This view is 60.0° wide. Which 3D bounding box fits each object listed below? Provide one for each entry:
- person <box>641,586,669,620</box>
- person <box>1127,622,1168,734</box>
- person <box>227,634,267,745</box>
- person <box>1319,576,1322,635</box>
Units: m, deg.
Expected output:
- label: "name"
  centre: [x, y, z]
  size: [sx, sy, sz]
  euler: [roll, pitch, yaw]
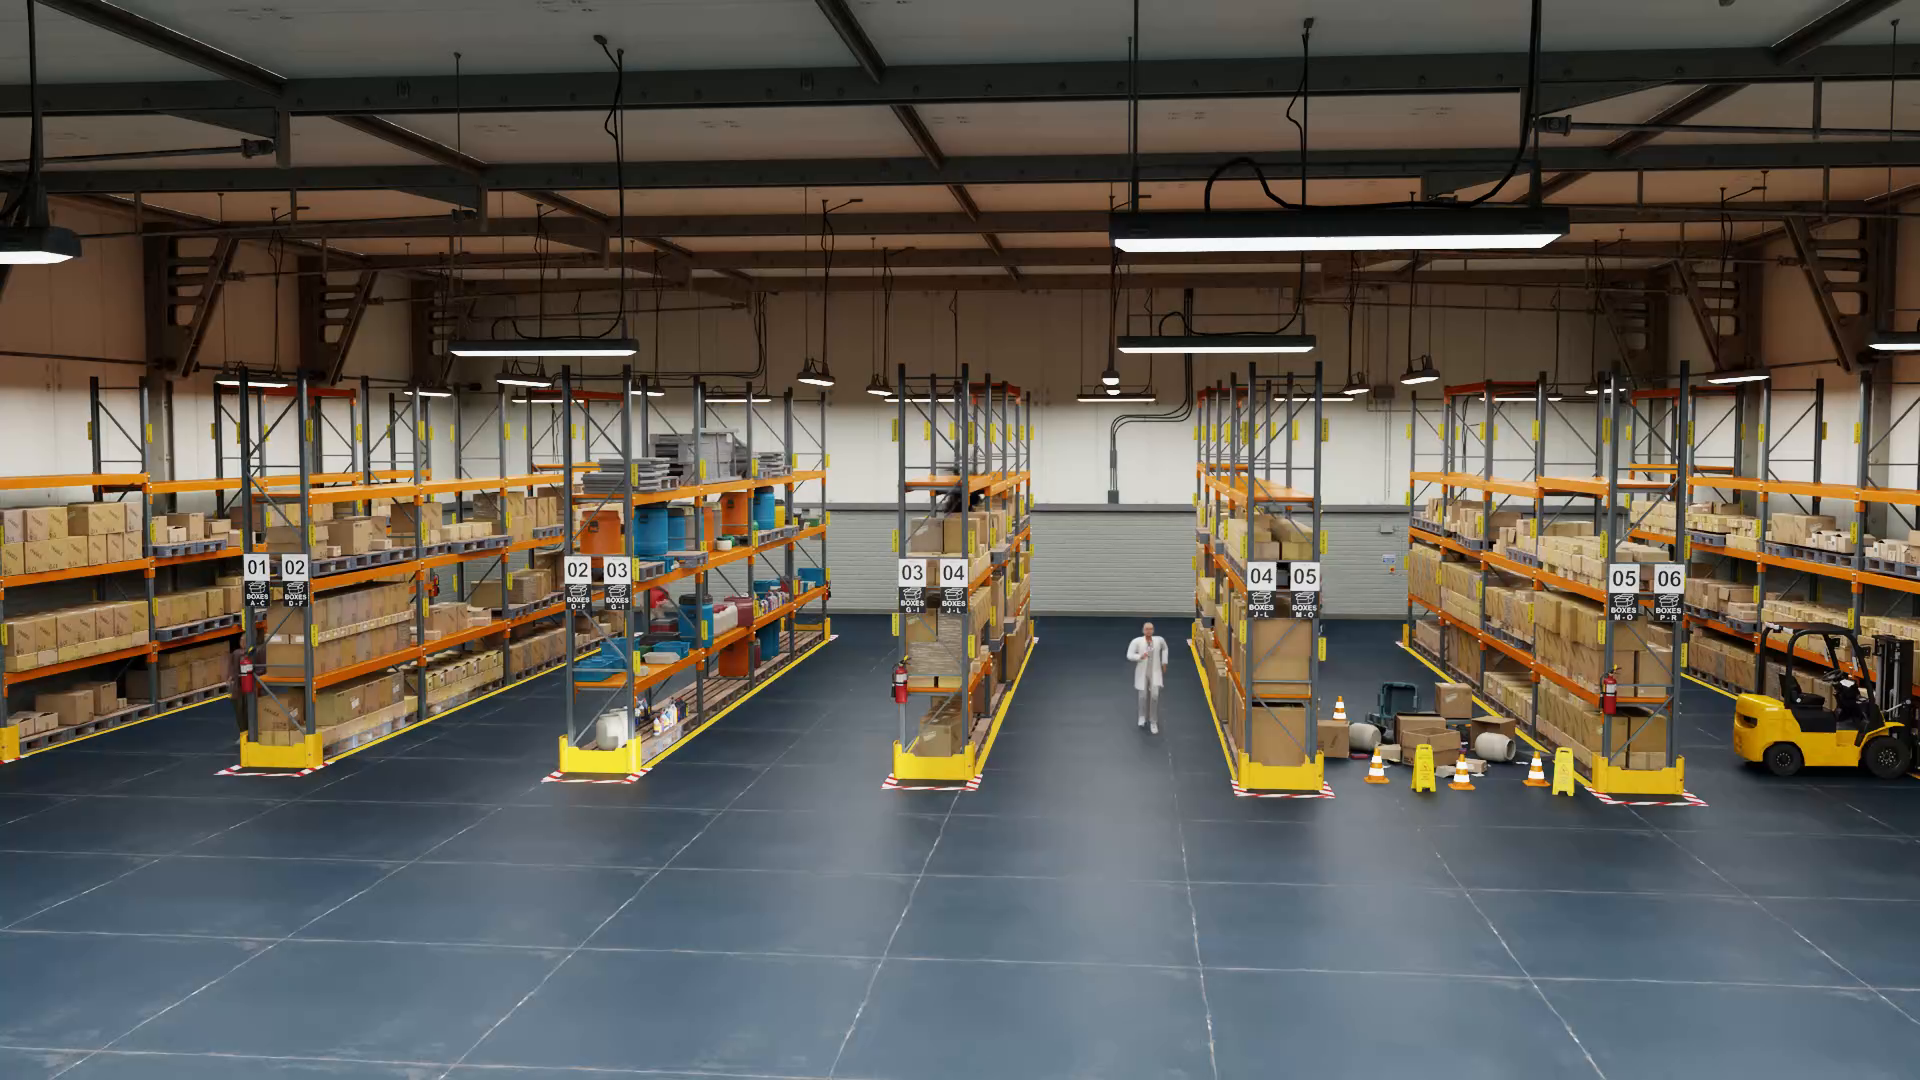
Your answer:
- label: "person"
  centre: [-7.007, 1.701, 38.203]
  size: [0.640, 1.729, 0.694]
  euler: [-1, 4, -10]
- label: "person"
  centre: [3.161, 2.304, 28.058]
  size: [0.705, 1.847, 0.897]
  euler: [0, 4, 2]
- label: "person"
  centre: [-11.558, 2.395, 26.986]
  size: [0.720, 1.762, 0.795]
  euler: [0, 4, 6]
- label: "person"
  centre: [8.762, 1.585, 41.118]
  size: [0.483, 1.565, 0.530]
  euler: [-1, 4, -11]
